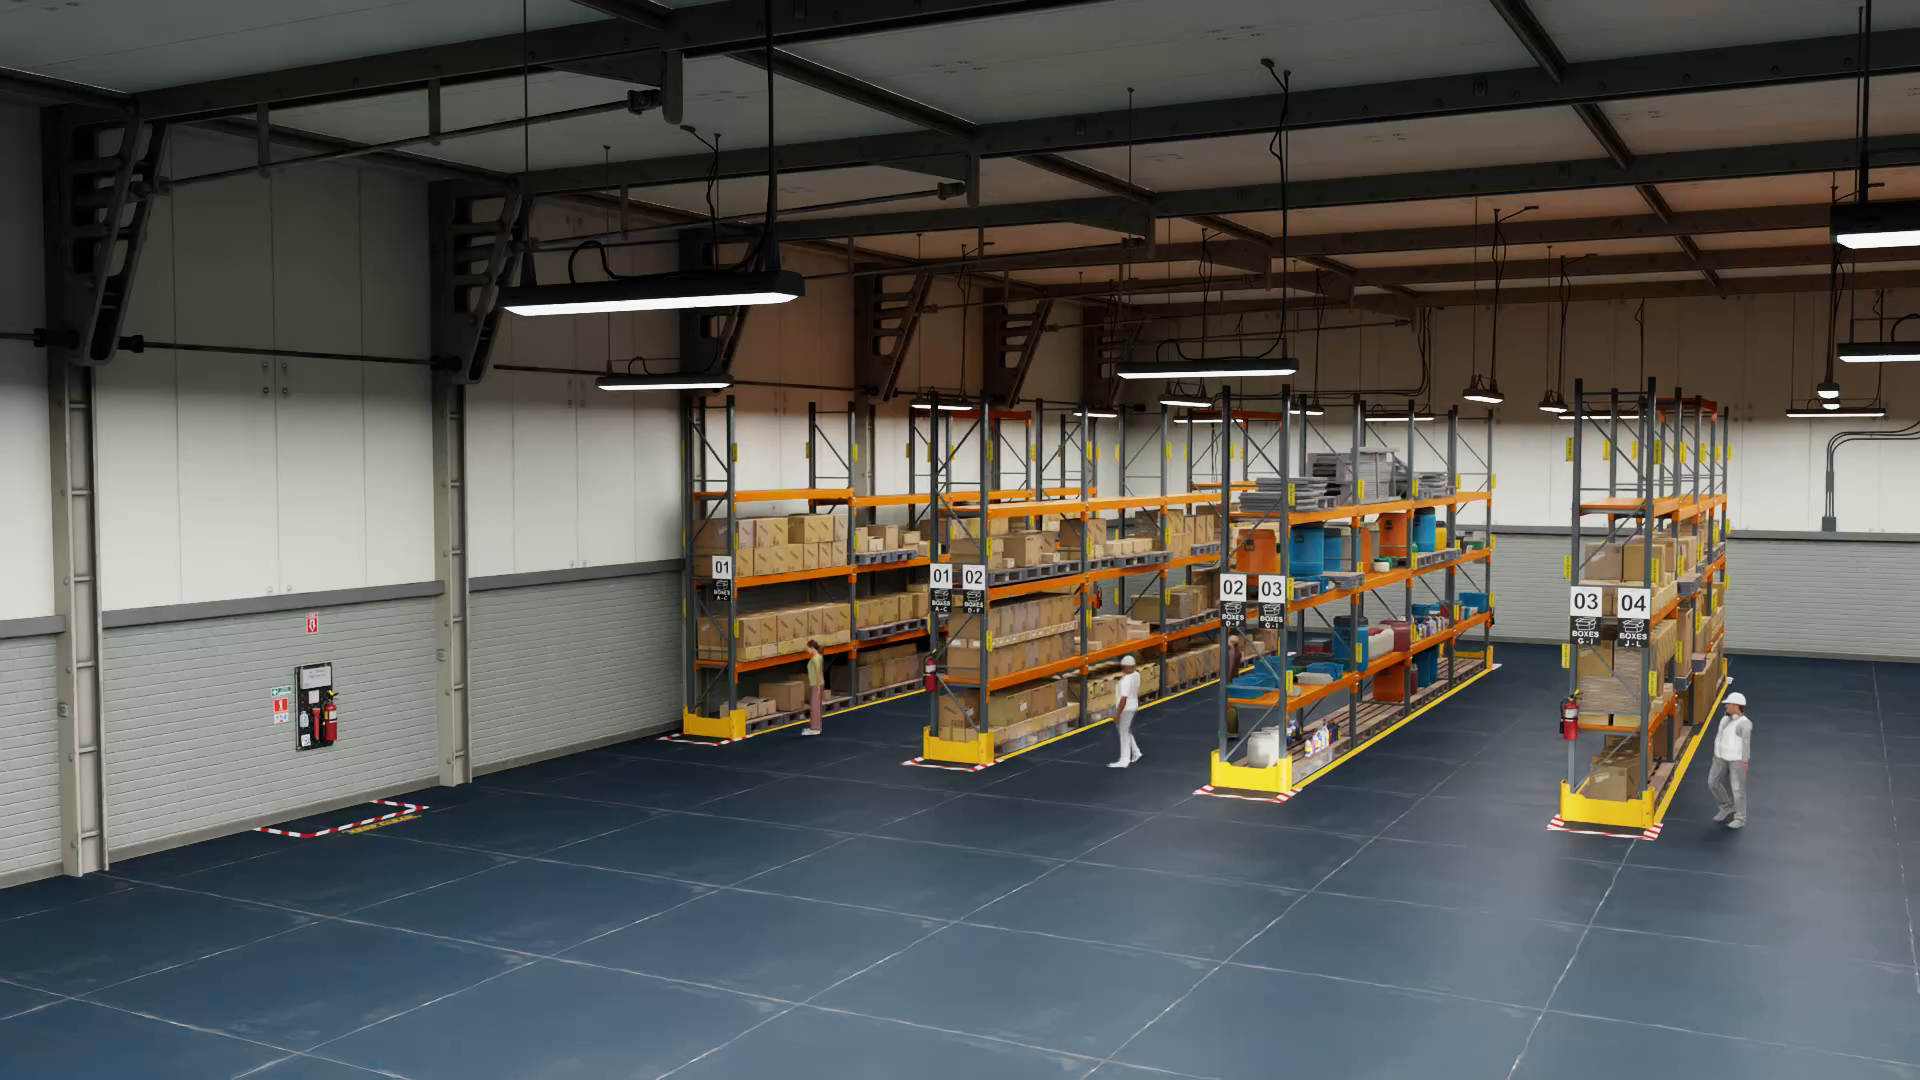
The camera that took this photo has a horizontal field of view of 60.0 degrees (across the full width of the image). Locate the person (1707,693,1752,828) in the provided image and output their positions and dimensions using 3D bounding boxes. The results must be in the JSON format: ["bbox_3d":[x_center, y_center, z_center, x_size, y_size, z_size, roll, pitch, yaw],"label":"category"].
[{"bbox_3d":[10.340,2.935,22.286,0.414,1.792,0.576,-1,3,-20],"label":"person"}]

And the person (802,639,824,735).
[{"bbox_3d":[-2.613,2.605,29.545,0.402,1.673,0.534,0,3,-2],"label":"person"}]

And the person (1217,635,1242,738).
[{"bbox_3d":[4.735,2.564,29.246,0.399,1.787,0.612,0,3,9],"label":"person"}]

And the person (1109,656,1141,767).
[{"bbox_3d":[2.646,2.715,26.515,0.479,1.766,0.665,1,3,13],"label":"person"}]
